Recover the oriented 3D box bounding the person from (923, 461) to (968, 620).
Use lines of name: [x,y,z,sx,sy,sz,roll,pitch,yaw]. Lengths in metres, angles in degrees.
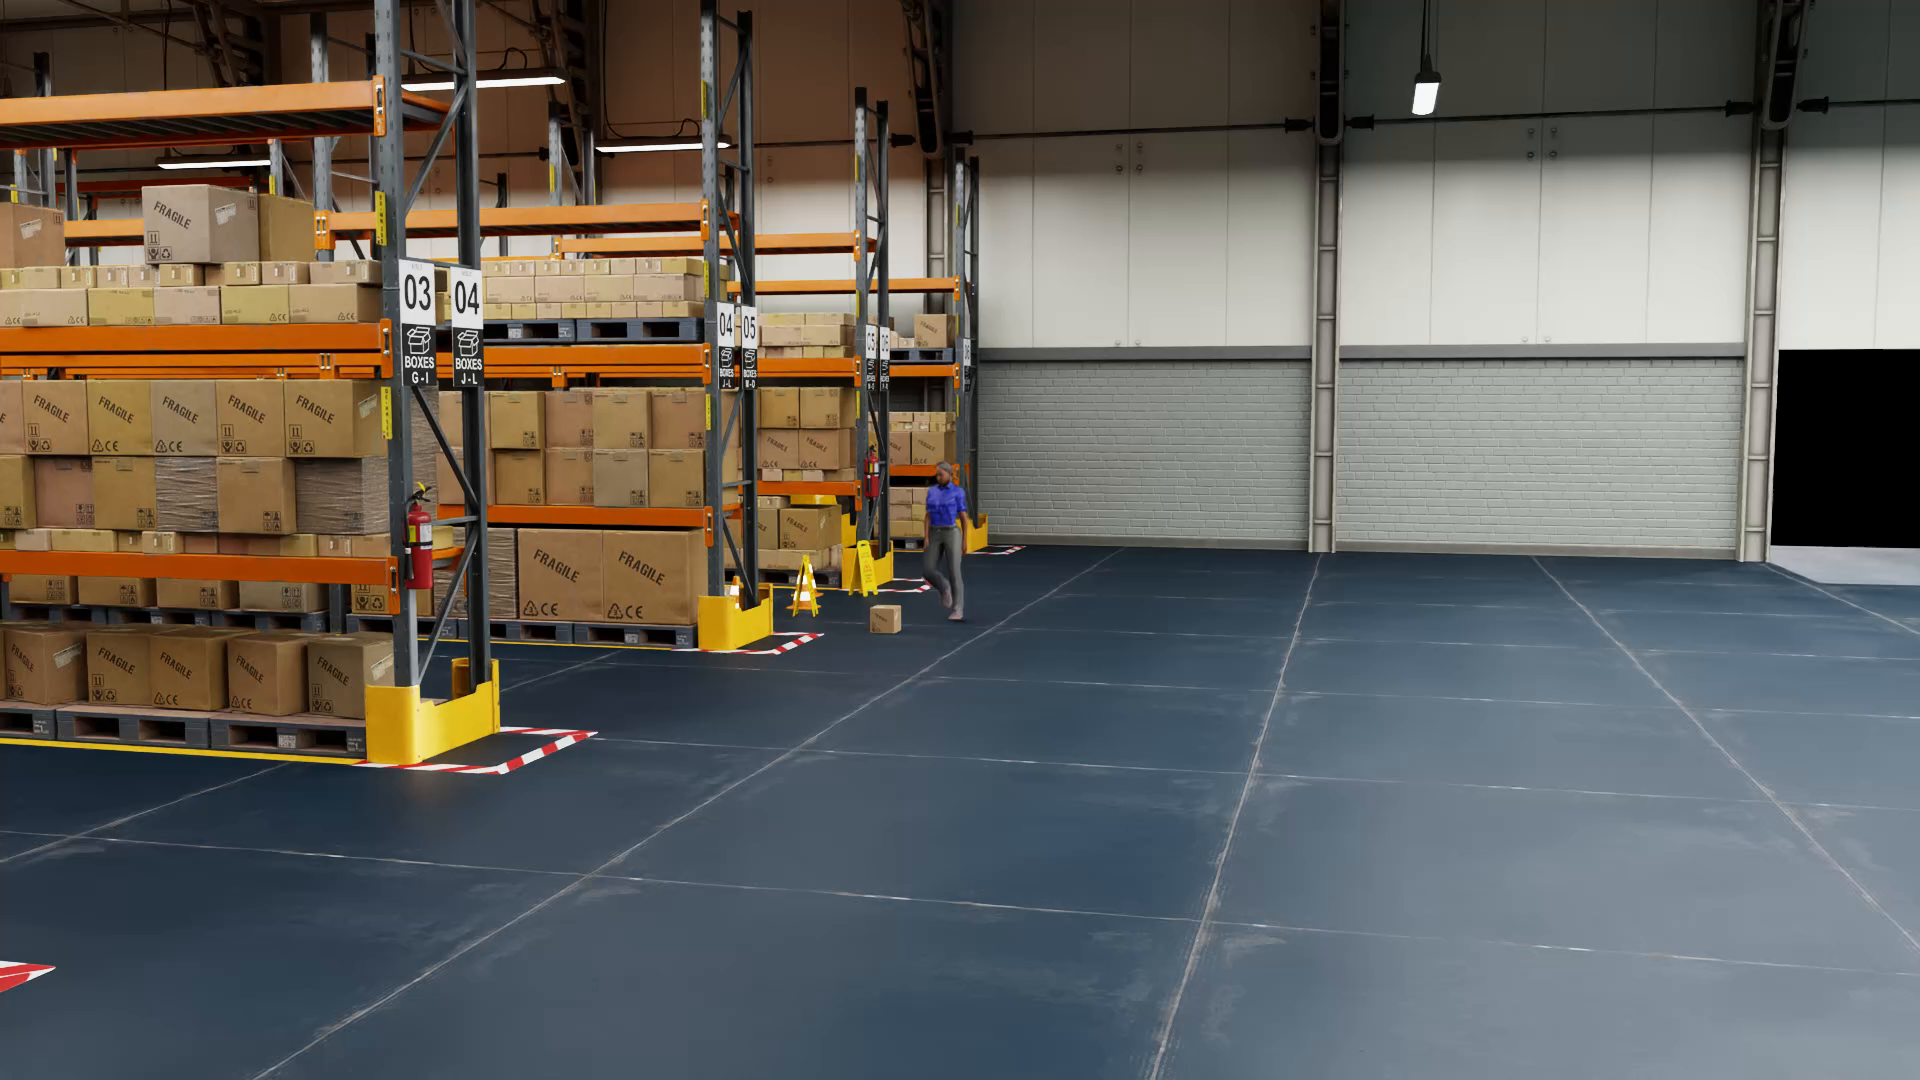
person: [-0.133,-0.009,17.503,0.460,1.651,0.574,2,5,20]
